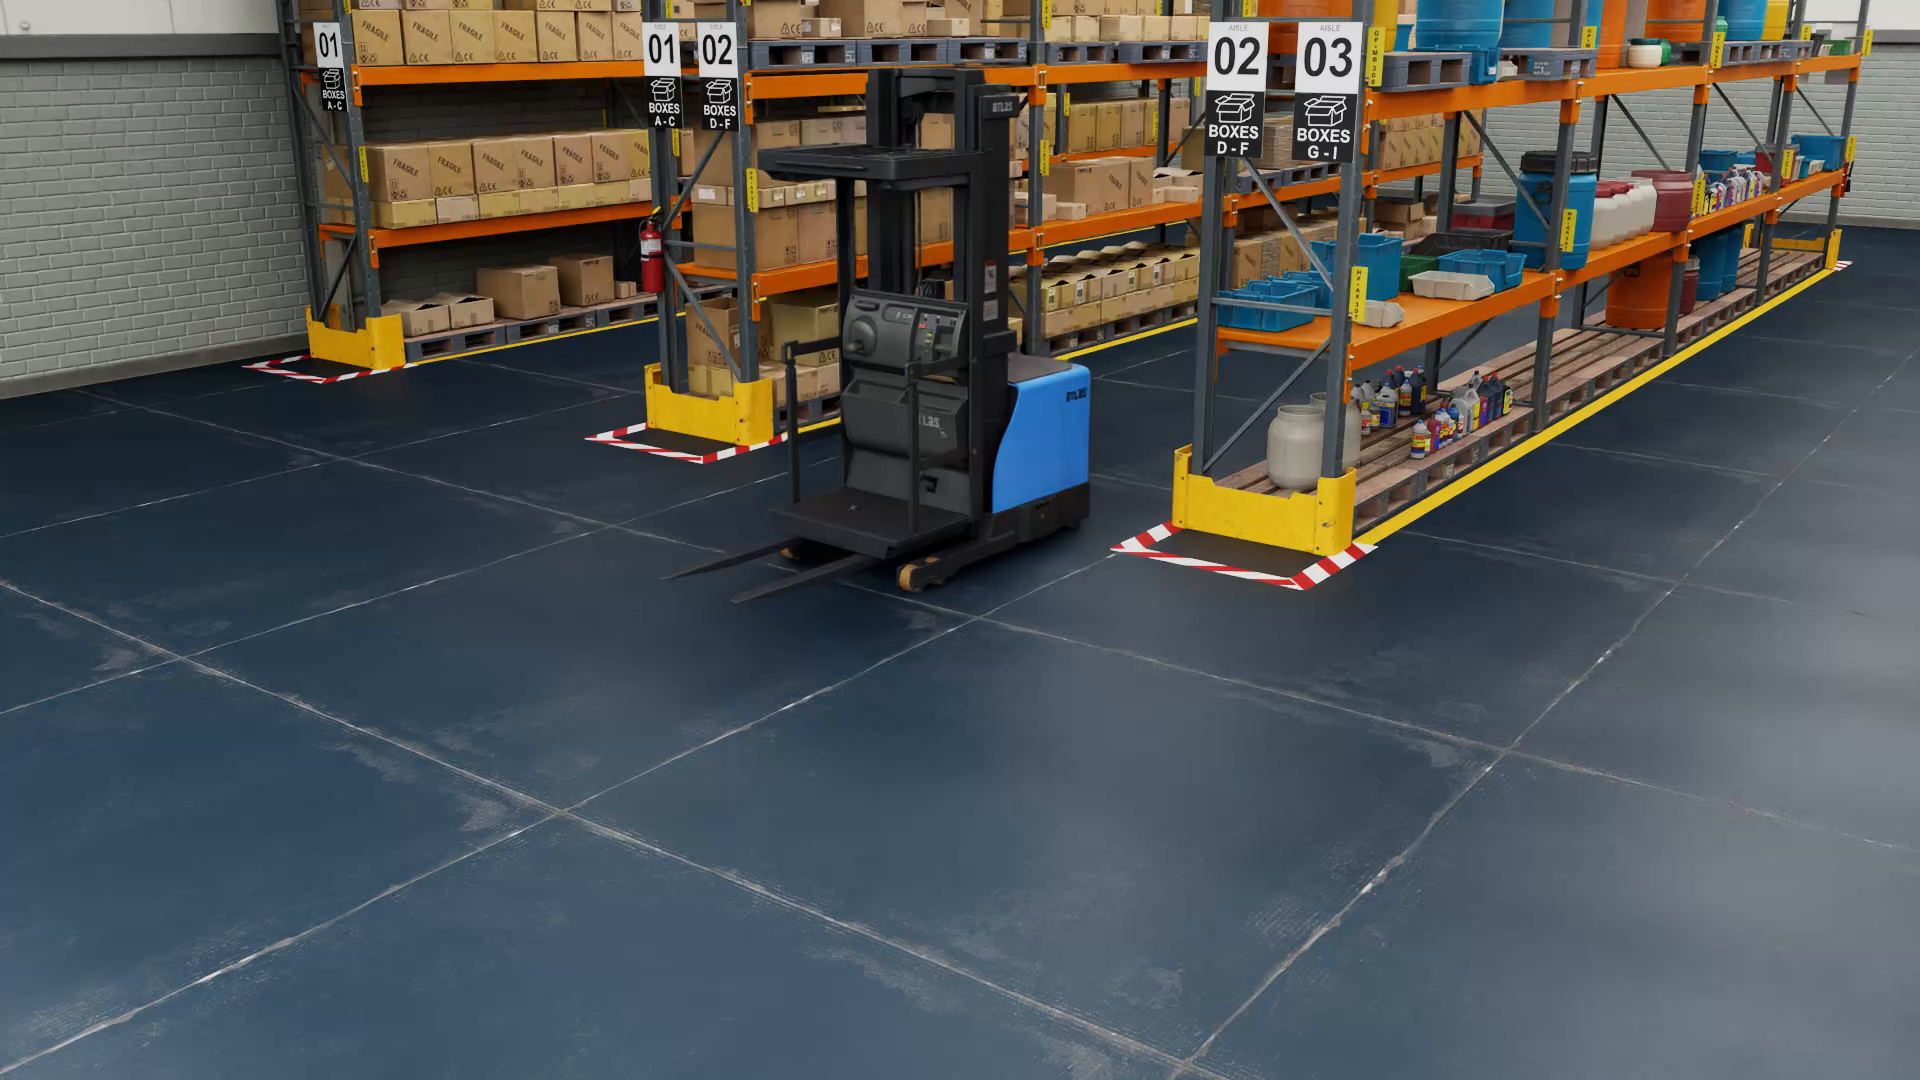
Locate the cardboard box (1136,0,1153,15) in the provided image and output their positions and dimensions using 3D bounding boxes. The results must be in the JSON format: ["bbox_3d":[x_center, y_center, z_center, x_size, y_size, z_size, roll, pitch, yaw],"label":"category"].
[{"bbox_3d":[2.697,-8.505,26.127,0.500,0.500,0.500,11,21,32],"label":"cardboard box"}]

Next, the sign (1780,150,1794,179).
[{"bbox_3d":[9.539,-4.334,19.177,0.100,0.325,0.005,12,21,35],"label":"sign"}]

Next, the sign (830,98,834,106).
[{"bbox_3d":[-1.690,-5.748,22.243,0.100,0.325,0.005,12,21,35],"label":"sign"}]

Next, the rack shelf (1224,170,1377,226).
[{"bbox_3d":[3.930,-4.356,20.926,1.077,0.370,4.000,12,21,35],"label":"rack shelf"}]

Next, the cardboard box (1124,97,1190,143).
[{"bbox_3d":[3.229,-7.023,27.796,0.980,0.700,0.700,14,22,37],"label":"cardboard box"}]

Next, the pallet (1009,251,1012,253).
[{"bbox_3d":[0.016,-4.230,24.009,1.003,0.211,1.213,12,21,35],"label":"pallet"}]

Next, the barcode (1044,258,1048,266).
[{"bbox_3d":[0.842,-2.733,16.340,0.001,0.075,0.075,12,21,35],"label":"barcode"}]

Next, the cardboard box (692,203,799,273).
[{"bbox_3d":[-1.739,-2.475,13.486,0.700,0.500,0.500,12,21,35],"label":"cardboard box"}]

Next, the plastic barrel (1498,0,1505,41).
[{"bbox_3d":[3.917,-4.013,12.654,0.421,0.512,0.421,0,17,0],"label":"plastic barrel"}]

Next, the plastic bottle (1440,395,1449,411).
[{"bbox_3d":[3.686,-0.961,12.619,0.061,0.283,0.133,12,21,35],"label":"plastic bottle"}]

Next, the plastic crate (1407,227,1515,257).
[{"bbox_3d":[3.917,-2.263,13.076,0.767,0.338,0.504,12,21,35],"label":"plastic crate"}]

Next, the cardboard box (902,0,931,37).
[{"bbox_3d":[-0.727,-4.650,14.483,0.797,0.503,0.637,15,23,41],"label":"cardboard box"}]

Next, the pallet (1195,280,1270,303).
[{"bbox_3d":[3.214,-3.063,20.250,1.003,0.211,1.213,12,21,35],"label":"pallet"}]

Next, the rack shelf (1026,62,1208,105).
[{"bbox_3d":[1.547,-4.836,17.414,1.077,0.370,4.000,12,21,35],"label":"rack shelf"}]

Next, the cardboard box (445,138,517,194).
[{"bbox_3d":[-4.867,-3.787,16.835,0.500,0.500,0.500,12,21,33],"label":"cardboard box"}]

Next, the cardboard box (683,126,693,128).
[{"bbox_3d":[-2.956,-4.650,19.749,0.700,0.500,0.500,15,23,40],"label":"cardboard box"}]

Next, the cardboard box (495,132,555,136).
[{"bbox_3d":[-4.686,-4.126,17.926,0.500,0.500,0.500,13,22,36],"label":"cardboard box"}]

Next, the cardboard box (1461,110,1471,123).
[{"bbox_3d":[7.161,-6.379,24.373,0.500,0.500,0.500,13,22,36],"label":"cardboard box"}]

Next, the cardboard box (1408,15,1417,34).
[{"bbox_3d":[5.908,-6.967,22.473,0.500,0.250,0.500,12,21,35],"label":"cardboard box"}]

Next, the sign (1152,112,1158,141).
[{"bbox_3d":[2.297,-4.832,19.427,0.100,0.325,0.005,12,21,35],"label":"sign"}]

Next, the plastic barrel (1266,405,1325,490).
[{"bbox_3d":[2.279,-0.624,11.183,0.421,0.512,0.421,0,17,0],"label":"plastic barrel"}]

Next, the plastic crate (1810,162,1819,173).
[{"bbox_3d":[10.957,-4.863,21.688,0.396,0.136,0.243,12,21,35],"label":"plastic crate"}]

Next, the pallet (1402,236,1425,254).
[{"bbox_3d":[6.259,-4.299,24.233,1.003,0.211,1.213,12,21,35],"label":"pallet"}]

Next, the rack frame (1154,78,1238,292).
[{"bbox_3d":[2.739,-4.223,19.286,1.000,3.000,0.127,12,21,35],"label":"rack frame"}]

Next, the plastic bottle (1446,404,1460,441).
[{"bbox_3d":[3.663,-0.879,12.376,0.097,0.271,0.097,0,17,0],"label":"plastic bottle"}]

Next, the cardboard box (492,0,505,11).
[{"bbox_3d":[-5.028,-5.672,17.006,0.500,0.500,0.500,12,21,35],"label":"cardboard box"}]

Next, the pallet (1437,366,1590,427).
[{"bbox_3d":[4.768,-1.257,14.434,1.003,0.211,1.213,12,21,35],"label":"pallet"}]

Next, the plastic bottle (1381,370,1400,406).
[{"bbox_3d":[3.405,-1.176,13.196,0.144,0.351,0.185,11,21,32],"label":"plastic bottle"}]

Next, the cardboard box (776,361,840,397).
[{"bbox_3d":[-1.235,-1.413,14.166,0.500,0.250,0.500,12,21,35],"label":"cardboard box"}]

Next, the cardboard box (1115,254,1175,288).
[{"bbox_3d":[2.017,-2.966,18.218,0.500,0.311,0.500,12,21,34],"label":"cardboard box"}]

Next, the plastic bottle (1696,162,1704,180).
[{"bbox_3d":[8.604,-4.240,19.423,0.144,0.351,0.185,12,21,35],"label":"plastic bottle"}]

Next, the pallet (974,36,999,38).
[{"bbox_3d":[0.635,-7.165,24.022,0.805,0.209,1.217,11,21,33],"label":"pallet"}]

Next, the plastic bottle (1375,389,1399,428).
[{"bbox_3d":[3.285,-1.018,12.816,0.152,0.276,0.135,12,21,35],"label":"plastic bottle"}]

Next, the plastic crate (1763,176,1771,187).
[{"bbox_3d":[9.490,-4.288,19.838,0.396,0.136,0.243,12,21,35],"label":"plastic crate"}]

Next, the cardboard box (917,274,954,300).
[{"bbox_3d":[-0.348,-2.130,15.210,0.500,0.500,0.500,12,21,35],"label":"cardboard box"}]

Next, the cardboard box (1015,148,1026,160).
[{"bbox_3d":[0.735,-5.618,24.167,0.380,0.149,0.250,12,21,35],"label":"cardboard box"}]

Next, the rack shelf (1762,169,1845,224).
[{"bbox_3d":[10.290,-4.433,21.173,1.077,0.370,4.000,12,21,35],"label":"rack shelf"}]

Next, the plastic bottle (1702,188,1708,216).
[{"bbox_3d":[7.624,-3.471,17.061,0.061,0.283,0.133,12,21,35],"label":"plastic bottle"}]

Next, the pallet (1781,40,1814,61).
[{"bbox_3d":[8.709,-5.438,18.458,1.213,0.211,1.003,12,21,35],"label":"pallet"}]

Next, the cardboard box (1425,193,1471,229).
[{"bbox_3d":[7.379,-4.972,25.170,0.500,0.500,0.500,12,21,35],"label":"cardboard box"}]

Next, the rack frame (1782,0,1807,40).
[{"bbox_3d":[9.098,-7.165,18.642,1.000,3.000,0.127,12,21,35],"label":"rack frame"}]

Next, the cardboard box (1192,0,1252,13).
[{"bbox_3d":[3.004,-6.284,19.009,0.500,0.500,0.500,12,21,35],"label":"cardboard box"}]

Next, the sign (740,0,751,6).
[{"bbox_3d":[-1.586,-4.106,12.243,0.100,0.325,0.005,12,21,35],"label":"sign"}]

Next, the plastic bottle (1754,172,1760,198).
[{"bbox_3d":[9.022,-4.030,18.860,0.061,0.283,0.133,12,21,35],"label":"plastic bottle"}]

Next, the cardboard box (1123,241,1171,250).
[{"bbox_3d":[2.191,-3.306,19.313,0.500,0.311,0.500,13,22,37],"label":"cardboard box"}]

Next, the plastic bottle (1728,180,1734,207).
[{"bbox_3d":[8.285,-3.736,17.912,0.061,0.283,0.133,12,21,35],"label":"plastic bottle"}]

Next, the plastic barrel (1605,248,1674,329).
[{"bbox_3d":[6.992,-2.631,17.109,0.600,0.830,0.708,12,21,35],"label":"plastic barrel"}]

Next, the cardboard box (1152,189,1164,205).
[{"bbox_3d":[2.024,-3.790,18.313,0.380,0.149,0.250,14,22,39],"label":"cardboard box"}]

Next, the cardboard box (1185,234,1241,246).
[{"bbox_3d":[3.107,-3.504,20.442,0.500,0.500,0.500,13,22,37],"label":"cardboard box"}]

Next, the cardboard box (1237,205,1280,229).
[{"bbox_3d":[3.744,-4.121,21.164,0.500,0.250,0.500,12,21,34],"label":"cardboard box"}]

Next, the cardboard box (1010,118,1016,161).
[{"bbox_3d":[0.096,-3.831,15.667,0.700,0.500,0.500,13,21,35],"label":"cardboard box"}]

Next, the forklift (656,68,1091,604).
[{"bbox_3d":[-0.474,-1.258,9.852,1.130,2.935,3.031,14,22,38],"label":"forklift"}]

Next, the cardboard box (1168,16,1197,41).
[{"bbox_3d":[2.216,-5.539,18.008,0.500,0.250,0.500,13,22,36],"label":"cardboard box"}]

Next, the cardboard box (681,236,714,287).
[{"bbox_3d":[-3.200,-3.340,19.913,0.700,0.500,0.500,13,22,37],"label":"cardboard box"}]

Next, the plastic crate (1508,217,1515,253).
[{"bbox_3d":[4.739,-2.704,14.422,0.392,0.384,0.575,12,21,35],"label":"plastic crate"}]

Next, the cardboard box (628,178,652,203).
[{"bbox_3d":[-3.664,-3.917,18.517,0.500,0.250,0.500,12,21,35],"label":"cardboard box"}]

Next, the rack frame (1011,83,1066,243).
[{"bbox_3d":[1.142,-6.050,25.170,1.000,3.000,0.127,12,21,35],"label":"rack frame"}]
